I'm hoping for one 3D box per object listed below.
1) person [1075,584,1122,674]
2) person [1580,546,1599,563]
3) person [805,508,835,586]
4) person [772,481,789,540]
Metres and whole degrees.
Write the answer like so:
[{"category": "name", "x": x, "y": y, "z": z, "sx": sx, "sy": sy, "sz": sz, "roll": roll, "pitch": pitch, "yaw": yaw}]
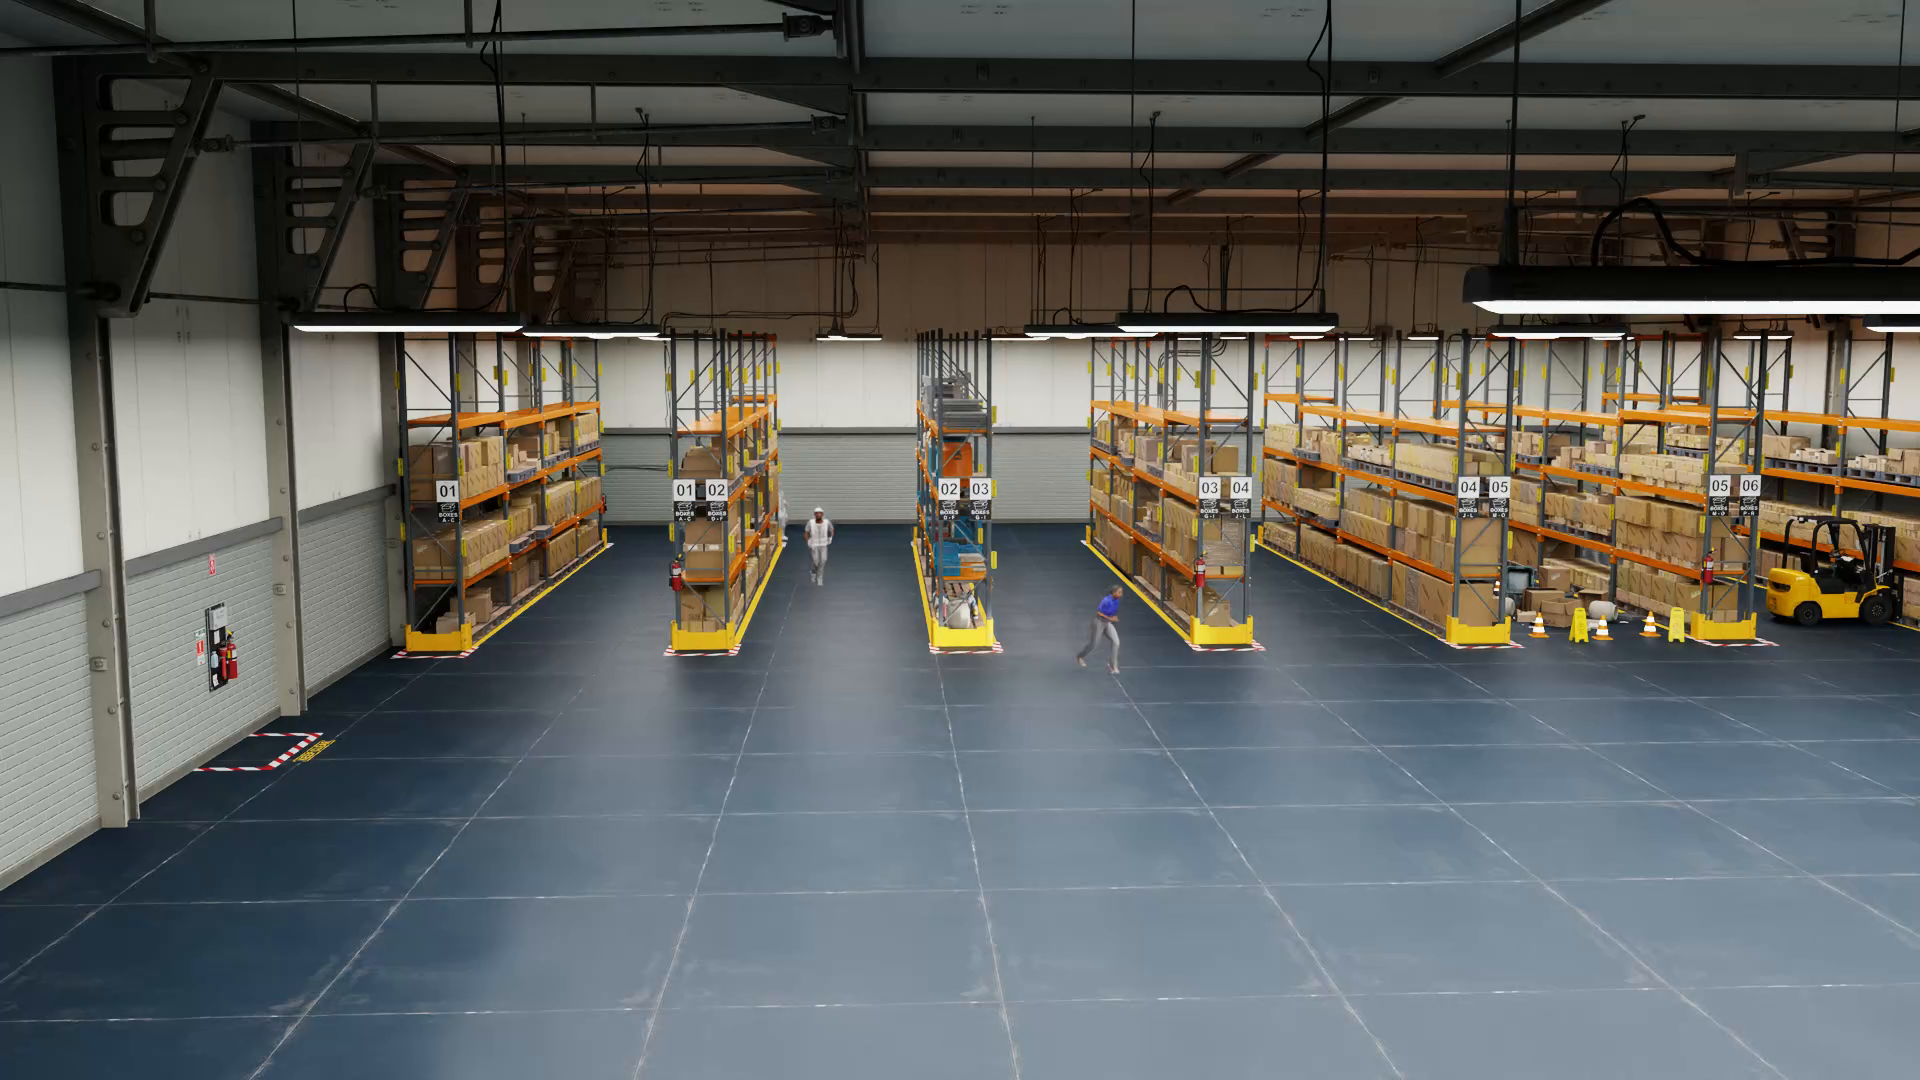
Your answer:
[{"category": "person", "x": 2.449, "y": 1.542, "z": 29.179, "sx": 0.962, "sy": 1.615, "sz": 0.619, "roll": 5, "pitch": 9, "yaw": 38}, {"category": "person", "x": 16.013, "y": -0.087, "z": 42.206, "sx": 0.540, "sy": 1.732, "sz": 0.860, "roll": -1, "pitch": 7, "yaw": -10}, {"category": "person", "x": -3.164, "y": 0.142, "z": 37.568, "sx": 0.676, "sy": 1.760, "sz": 0.586, "roll": -1, "pitch": 7, "yaw": -9}, {"category": "person", "x": -5.385, "y": -0.881, "z": 48.887, "sx": 0.757, "sy": 1.743, "sz": 0.726, "roll": 4, "pitch": 8, "yaw": 31}]
